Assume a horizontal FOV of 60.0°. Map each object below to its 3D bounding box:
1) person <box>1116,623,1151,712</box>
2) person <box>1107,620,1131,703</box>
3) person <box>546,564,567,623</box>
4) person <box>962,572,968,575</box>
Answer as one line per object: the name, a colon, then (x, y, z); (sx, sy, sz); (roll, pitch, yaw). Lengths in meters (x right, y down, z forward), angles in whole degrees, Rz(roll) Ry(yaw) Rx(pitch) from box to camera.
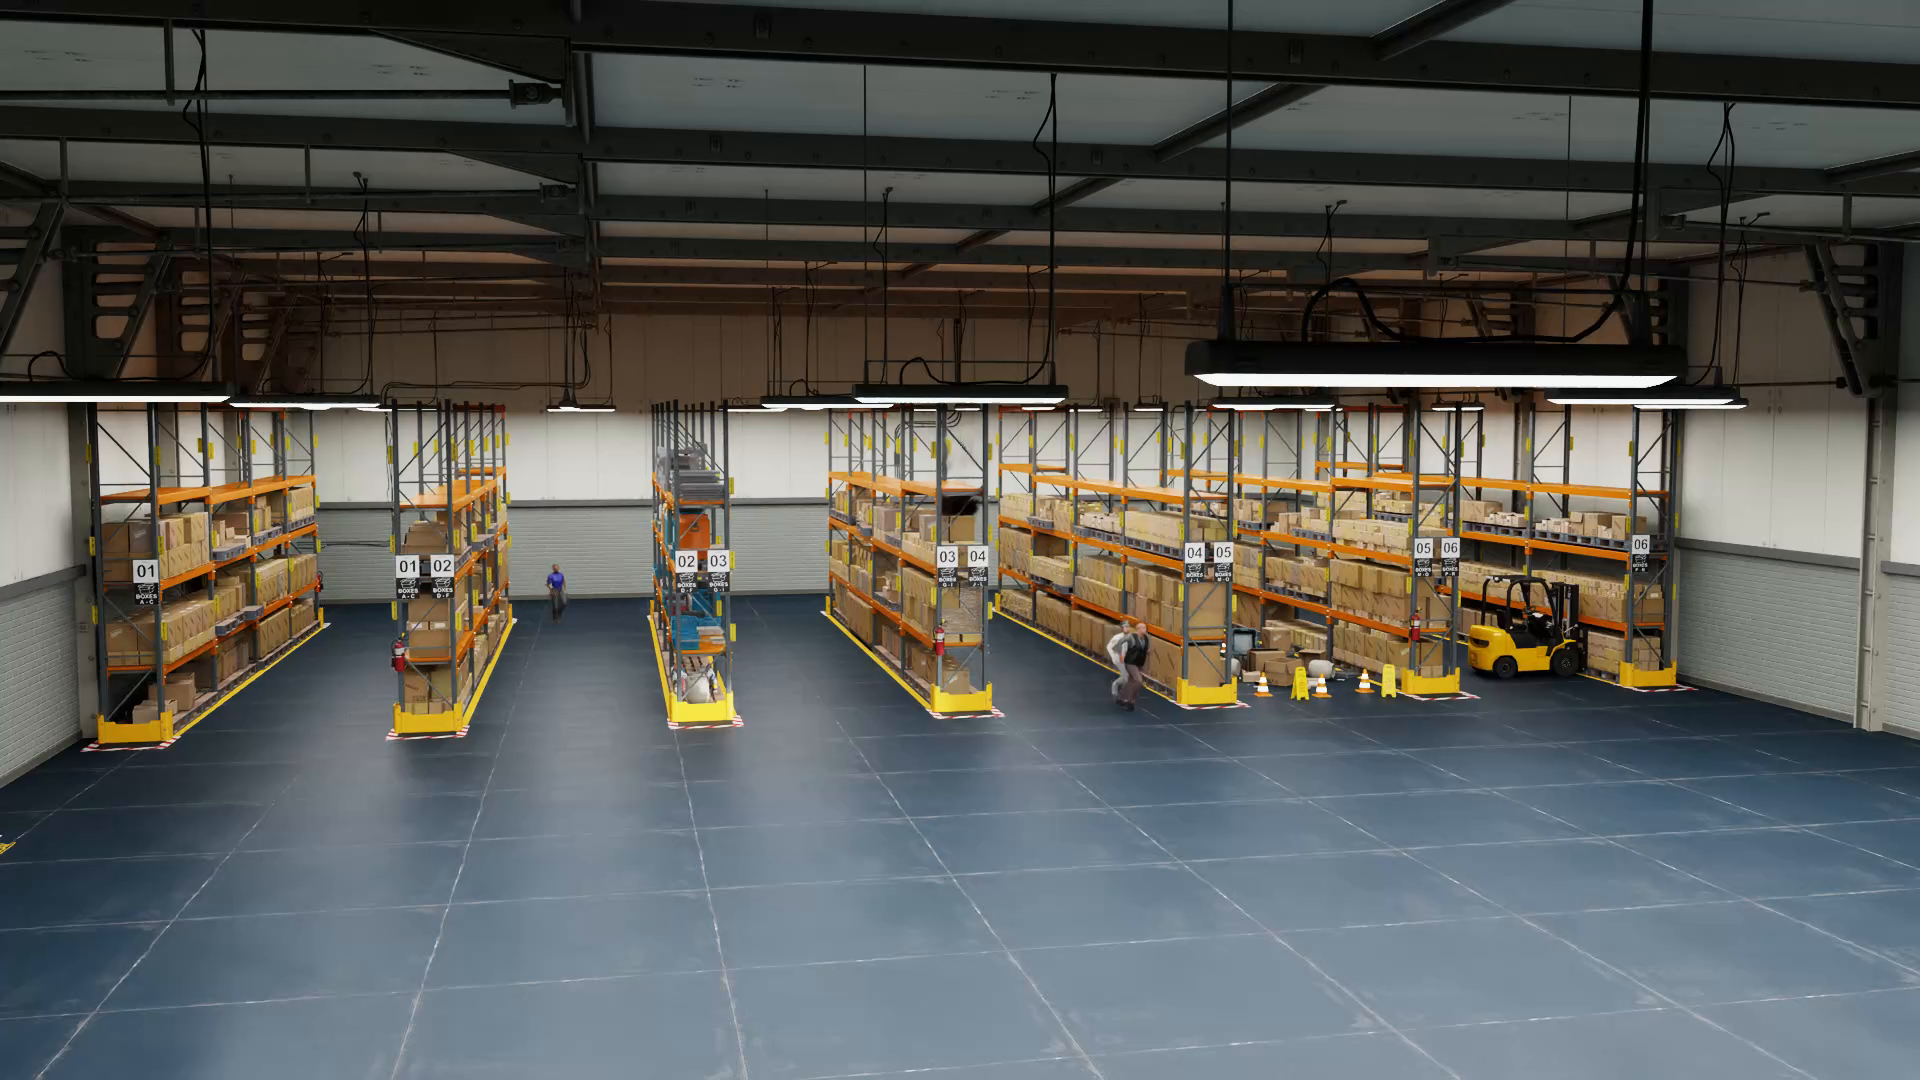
person: (3.380, 2.472, 32.287); (0.636, 1.758, 0.810); (-4, 6, -44)
person: (3.282, 2.413, 33.129); (0.620, 1.655, 0.560); (-2, 5, -26)
person: (-11.061, 1.478, 45.764); (0.596, 1.606, 0.552); (-4, 6, -39)
person: (0.071, 1.507, 45.369); (0.505, 1.623, 0.688); (-1, 5, -17)
